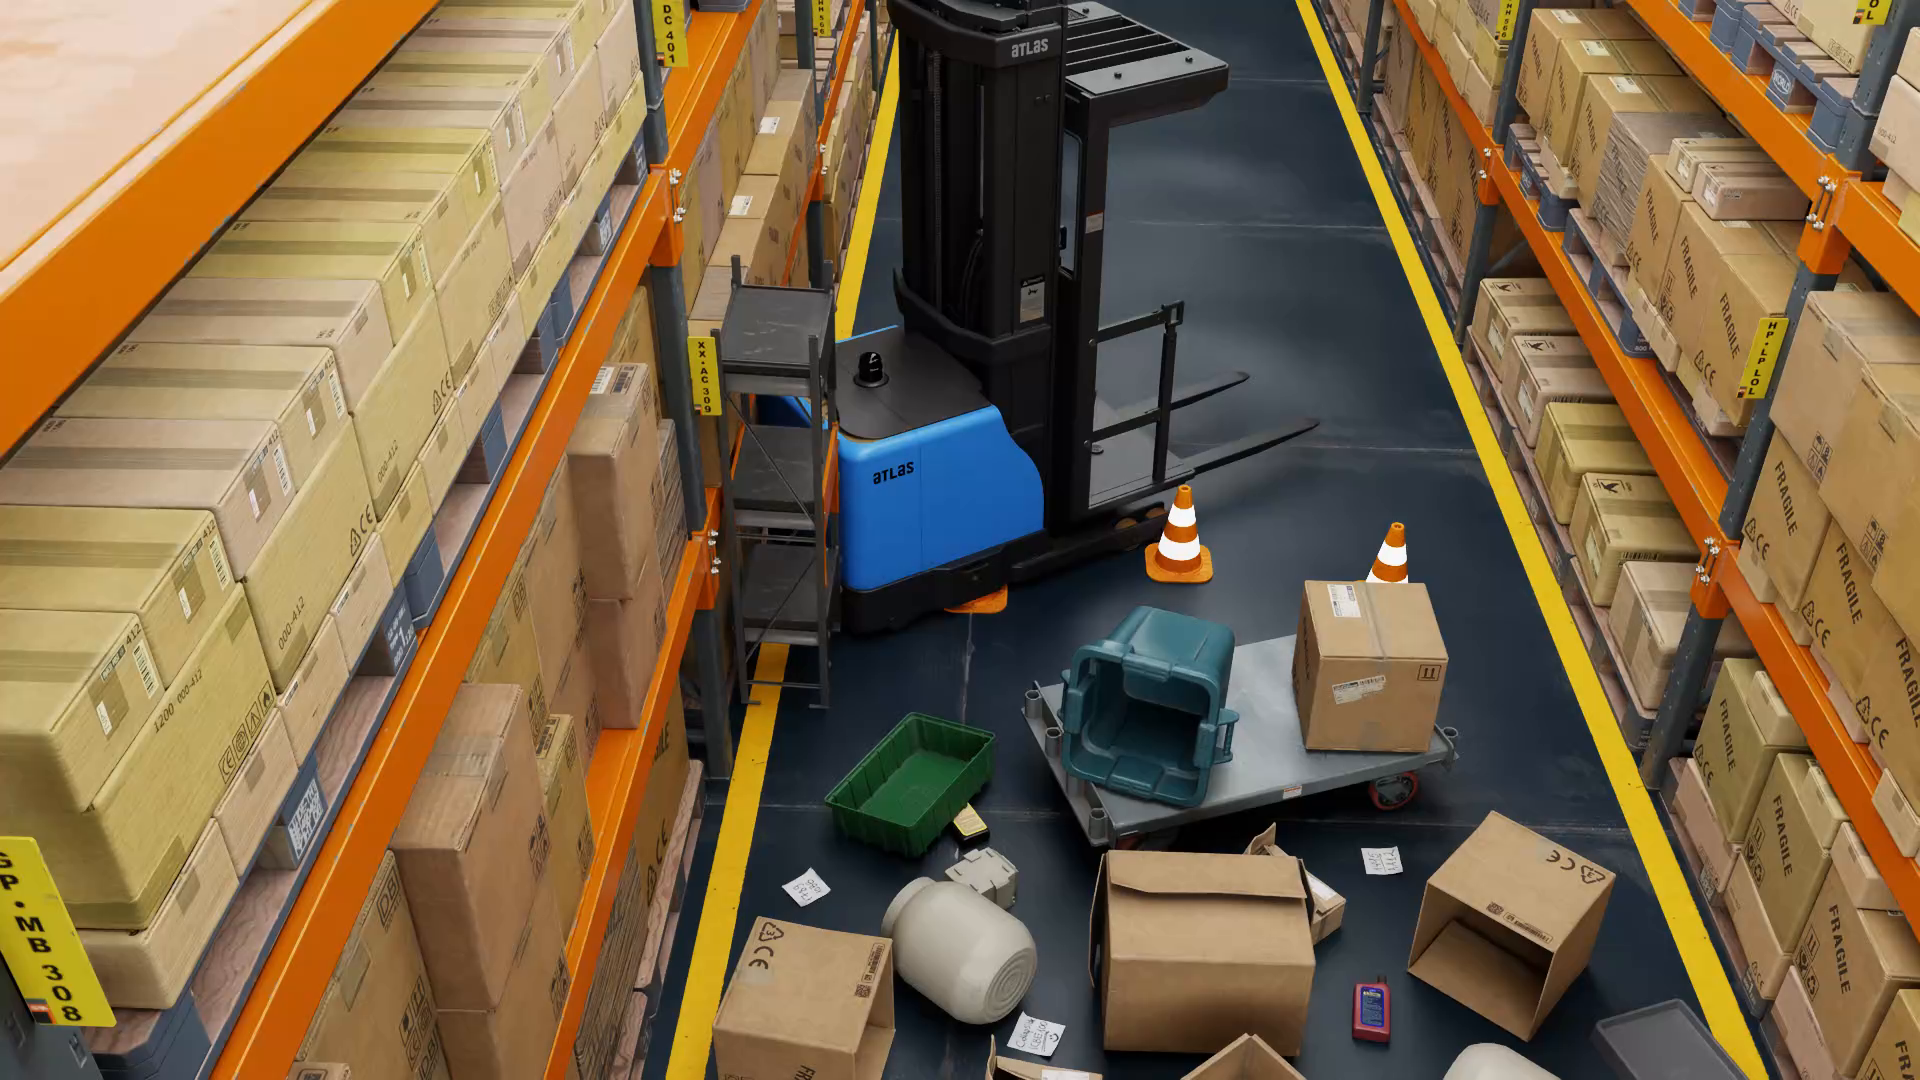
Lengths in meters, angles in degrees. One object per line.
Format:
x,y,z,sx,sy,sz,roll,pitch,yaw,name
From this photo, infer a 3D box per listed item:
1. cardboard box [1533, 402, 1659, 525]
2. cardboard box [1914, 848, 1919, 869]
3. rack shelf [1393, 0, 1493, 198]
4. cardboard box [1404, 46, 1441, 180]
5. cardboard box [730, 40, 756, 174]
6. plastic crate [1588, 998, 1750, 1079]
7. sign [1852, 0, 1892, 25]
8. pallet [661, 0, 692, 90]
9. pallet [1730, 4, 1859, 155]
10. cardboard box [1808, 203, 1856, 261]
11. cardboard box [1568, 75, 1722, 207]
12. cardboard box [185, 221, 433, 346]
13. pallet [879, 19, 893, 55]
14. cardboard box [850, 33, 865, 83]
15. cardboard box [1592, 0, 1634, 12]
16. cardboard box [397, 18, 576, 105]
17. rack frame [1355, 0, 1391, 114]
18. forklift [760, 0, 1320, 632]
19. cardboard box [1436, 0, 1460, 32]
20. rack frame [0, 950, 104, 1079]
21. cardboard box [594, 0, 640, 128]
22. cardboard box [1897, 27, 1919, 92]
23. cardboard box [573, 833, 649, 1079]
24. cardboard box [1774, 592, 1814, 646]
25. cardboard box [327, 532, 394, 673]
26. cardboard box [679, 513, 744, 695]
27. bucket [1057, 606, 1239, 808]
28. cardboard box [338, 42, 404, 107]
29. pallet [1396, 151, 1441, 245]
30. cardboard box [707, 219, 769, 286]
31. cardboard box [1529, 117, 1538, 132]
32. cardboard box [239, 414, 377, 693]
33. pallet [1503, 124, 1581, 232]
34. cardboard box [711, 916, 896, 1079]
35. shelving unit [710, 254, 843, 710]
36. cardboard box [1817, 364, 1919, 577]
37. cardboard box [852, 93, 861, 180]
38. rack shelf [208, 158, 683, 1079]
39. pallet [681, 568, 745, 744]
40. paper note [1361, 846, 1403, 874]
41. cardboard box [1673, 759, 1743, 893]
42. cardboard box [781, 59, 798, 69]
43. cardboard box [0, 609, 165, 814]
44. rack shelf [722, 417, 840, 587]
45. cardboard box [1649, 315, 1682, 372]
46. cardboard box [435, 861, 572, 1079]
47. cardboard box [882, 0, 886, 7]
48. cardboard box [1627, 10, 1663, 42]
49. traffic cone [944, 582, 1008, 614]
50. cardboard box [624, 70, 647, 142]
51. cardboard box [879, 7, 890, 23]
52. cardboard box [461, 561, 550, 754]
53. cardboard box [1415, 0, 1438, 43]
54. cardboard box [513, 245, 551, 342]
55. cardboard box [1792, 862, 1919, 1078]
3.526,-0.381,8.549,0.950,0.372,0.625,2,35,3,cardboard box
3.080,0.986,4.902,0.380,0.149,0.250,1,35,2,cardboard box
3.697,-3.323,11.441,1.077,0.370,4.000,1,35,2,rack shelf
3.804,-3.192,12.111,0.875,0.875,0.875,2,35,3,cardboard box
-1.399,-2.132,8.164,0.700,0.500,0.500,1,35,1,cardboard box
2.573,1.907,5.912,0.402,0.080,0.583,-10,36,-14,plastic crate
2.901,-1.781,5.220,0.100,0.325,0.005,1,35,2,sign
-1.507,-1.903,6.353,0.805,0.209,1.217,0,35,0,pallet
3.587,-1.673,6.022,1.213,0.211,1.003,1,35,2,pallet
3.781,-1.055,6.878,0.500,0.500,0.500,1,35,2,cardboard box
3.339,-1.945,8.144,0.500,0.500,0.500,2,35,3,cardboard box
-1.271,-0.507,3.272,0.380,0.149,0.250,1,35,1,cardboard box
-1.135,-4.772,15.301,1.003,0.211,1.213,1,35,2,pallet
-0.984,-3.550,12.295,0.500,0.250,0.500,3,35,4,cardboard box
3.881,-3.196,9.678,0.500,0.500,0.500,0,35,0,cardboard box
-1.222,-1.240,4.315,0.380,0.149,0.250,2,35,3,cardboard box
3.777,-4.767,12.869,1.000,3.000,0.127,1,35,2,rack frame
0.535,-1.385,8.117,3.031,2.935,1.130,-19,39,-25,forklift
3.399,-3.485,10.742,0.500,0.250,0.500,0,35,1,cardboard box
-1.658,-0.383,1.415,0.949,2.616,0.053,1,35,2,rack frame
-1.258,-1.438,4.944,0.500,0.250,0.500,1,35,1,cardboard box
3.117,-1.448,5.063,0.380,0.149,0.250,1,35,1,cardboard box
-1.622,1.349,5.651,0.875,0.875,0.875,2,35,2,cardboard box
3.164,0.252,5.947,0.380,0.149,0.250,2,35,3,cardboard box
-1.291,0.109,3.090,0.380,0.149,0.250,2,35,2,cardboard box
-1.559,0.163,7.446,1.050,0.750,0.750,1,35,2,cardboard box
0.804,0.622,6.727,0.726,0.611,0.620,13,27,18,bucket
-1.812,-1.163,4.552,0.500,0.250,0.500,1,35,2,cardboard box
3.775,-2.478,12.038,1.003,0.211,1.213,1,35,2,pallet
-1.162,-1.141,7.623,0.500,0.500,0.500,1,35,2,cardboard box
3.418,-2.355,9.291,0.380,0.149,0.250,-1,35,-1,cardboard box
-1.360,0.008,2.886,0.500,0.250,0.500,1,35,1,cardboard box
3.694,-1.978,9.069,1.213,0.211,1.003,1,35,2,pallet
-0.531,1.711,5.825,0.500,0.500,0.500,7,36,10,cardboard box
-0.749,-0.173,7.055,0.431,2.100,0.503,4,43,1,shelving unit
3.179,-0.201,5.158,0.700,0.500,0.500,2,35,2,cardboard box
-0.997,-2.952,12.096,0.500,0.500,0.500,1,35,1,cardboard box
-1.575,-0.011,4.119,1.077,0.370,4.000,1,35,2,rack shelf
-1.539,0.469,7.845,1.003,0.211,1.213,1,35,2,pallet
1.730,1.309,6.806,0.148,0.019,0.142,1,35,2,paper note
3.162,1.115,6.526,0.500,0.250,0.500,0,35,0,cardboard box
-1.114,-2.846,9.990,0.380,0.149,0.250,1,35,1,cardboard box
-1.324,0.224,2.233,0.380,0.149,0.250,2,35,2,cardboard box
-0.749,-0.163,7.065,0.431,0.518,0.480,4,43,1,rack shelf
3.203,-0.842,7.138,0.380,0.149,0.250,1,35,1,cardboard box
-1.537,1.161,4.305,0.875,0.550,0.550,1,35,2,cardboard box
-0.823,-4.895,14.908,0.380,0.149,0.250,1,35,2,cardboard box
3.876,-2.535,8.984,0.500,0.500,0.500,0,35,1,cardboard box
0.068,0.076,8.186,0.336,0.463,0.334,1,35,2,traffic cone
-1.189,-1.347,5.161,0.380,0.149,0.250,1,35,2,cardboard box
-0.826,-4.777,14.998,0.380,0.149,0.250,0,35,1,cardboard box
-1.622,0.412,4.432,0.875,0.550,0.500,1,35,2,cardboard box
3.411,-3.580,11.312,0.500,0.250,0.500,1,35,1,cardboard box
-1.239,-0.615,4.120,0.380,0.149,0.250,1,35,1,cardboard box
3.130,1.414,5.448,0.500,0.500,0.500,3,35,4,cardboard box
